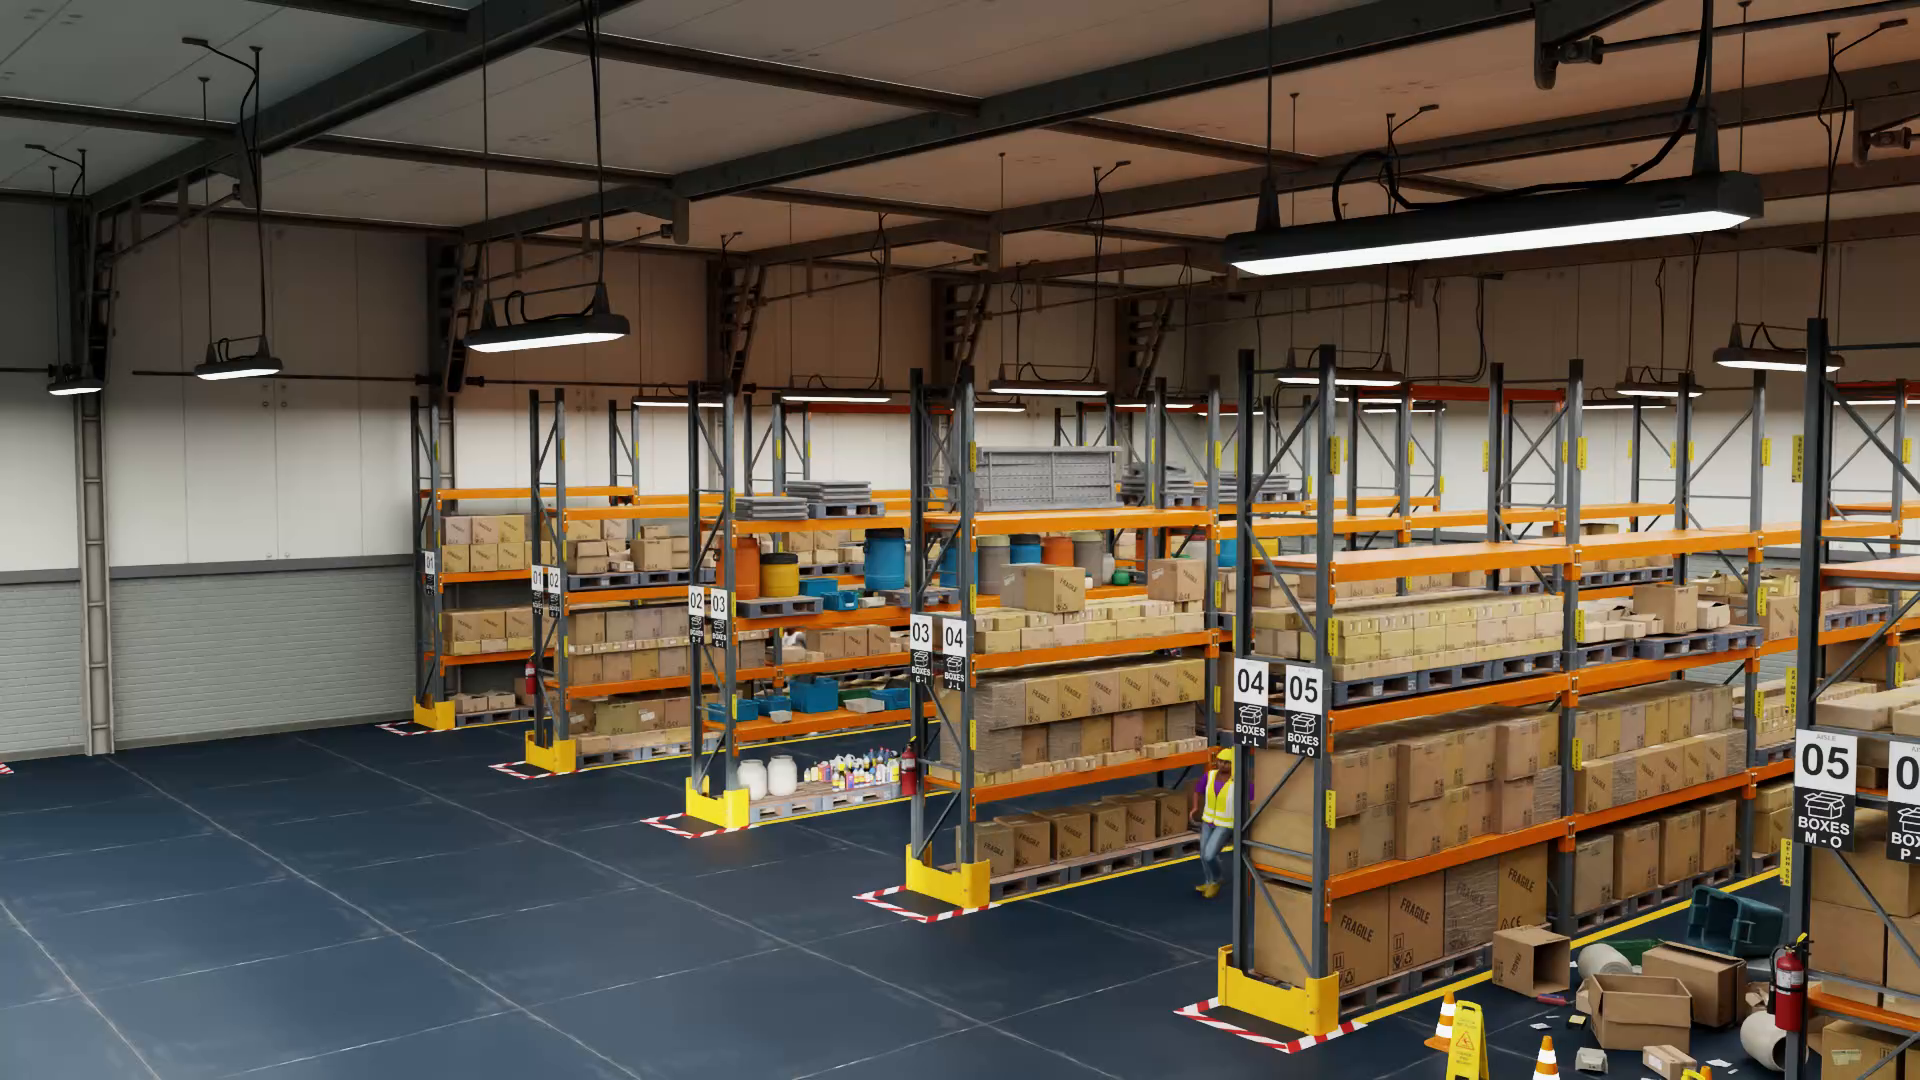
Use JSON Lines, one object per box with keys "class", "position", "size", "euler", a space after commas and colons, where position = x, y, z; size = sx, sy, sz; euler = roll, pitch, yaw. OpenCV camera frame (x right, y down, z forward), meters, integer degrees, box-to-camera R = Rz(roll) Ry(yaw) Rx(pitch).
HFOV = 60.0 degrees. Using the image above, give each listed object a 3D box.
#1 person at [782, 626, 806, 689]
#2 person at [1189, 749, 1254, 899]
{"class": "person", "position": [-3.211, 2.365, 31.872], "size": [0.696, 1.777, 0.956], "euler": [3, 5, 44]}
{"class": "person", "position": [2.922, 3.202, 18.727], "size": [0.765, 1.713, 0.608], "euler": [3, 5, 42]}
